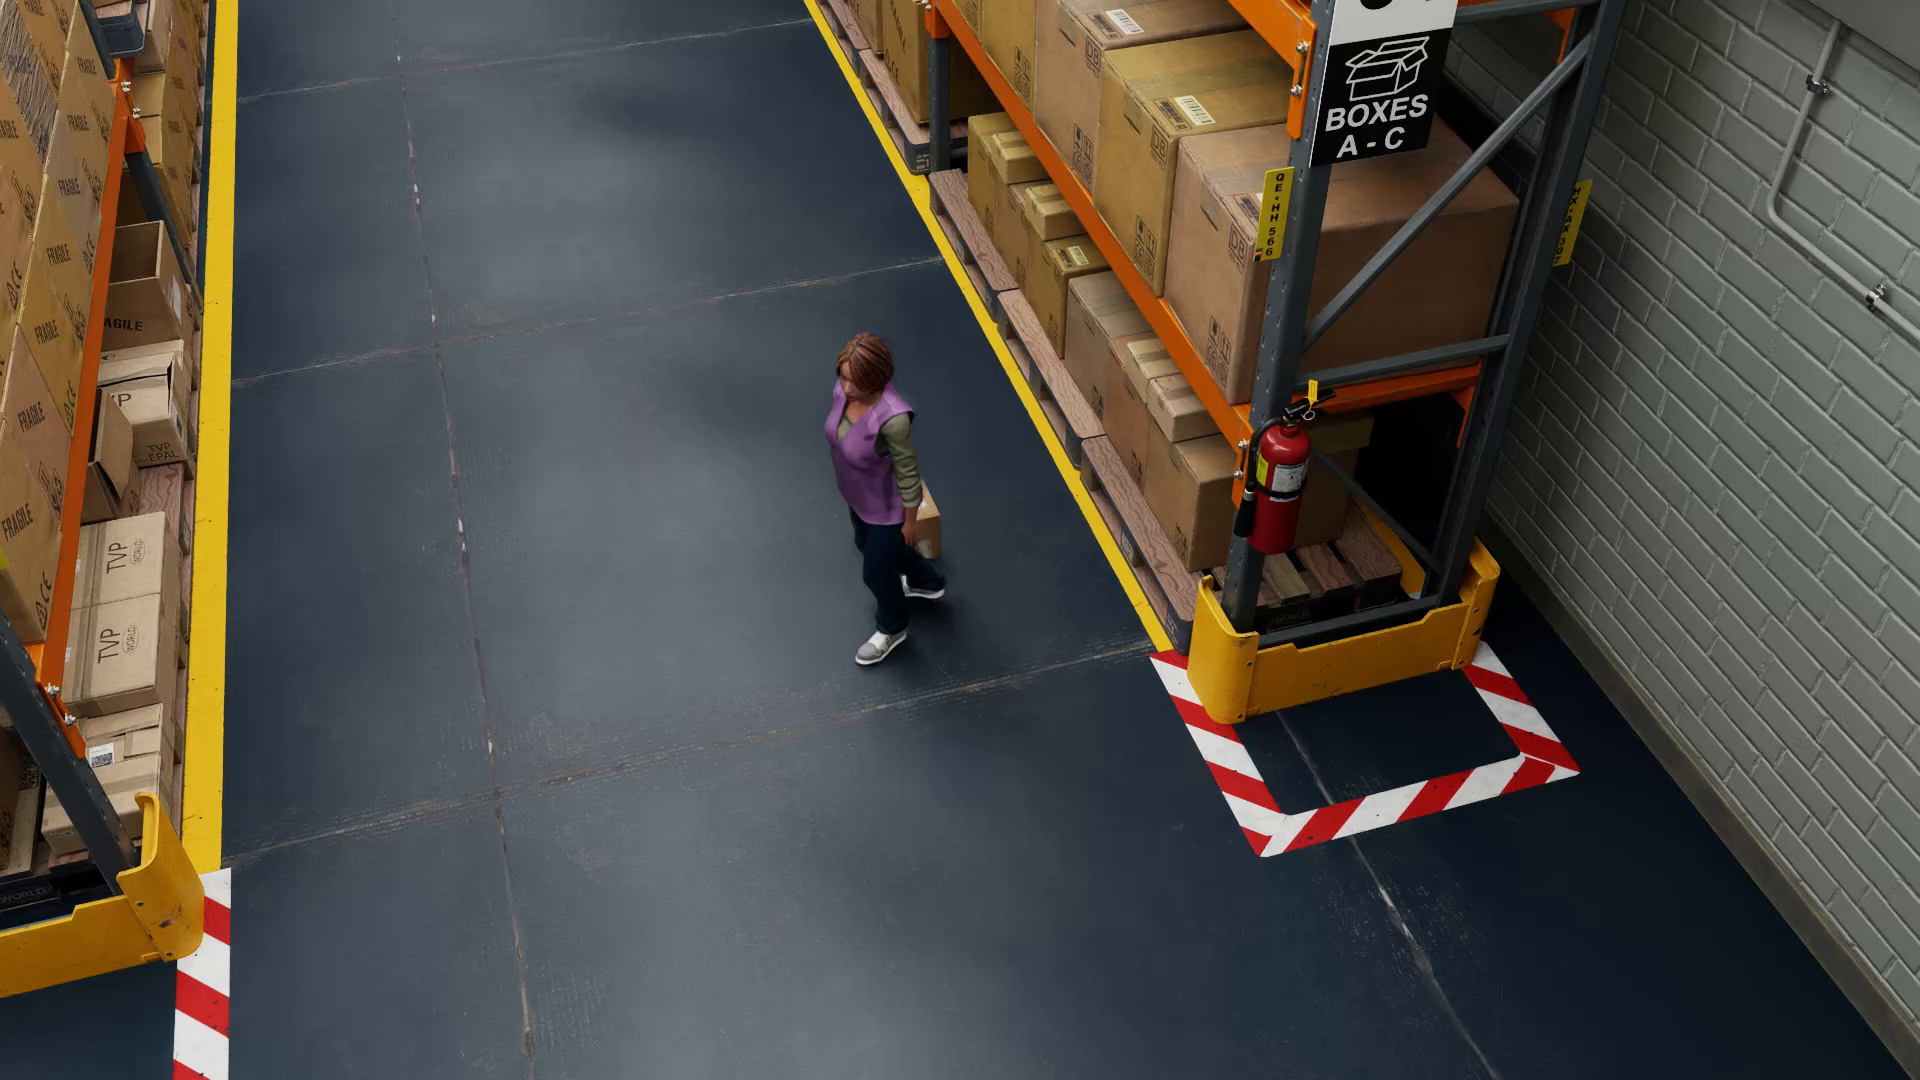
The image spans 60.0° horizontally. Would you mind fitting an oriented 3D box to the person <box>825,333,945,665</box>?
[{"bbox_3d":[-0.253,-0.192,6.377,0.508,1.586,0.470,-23,48,-23],"label":"person"}]
